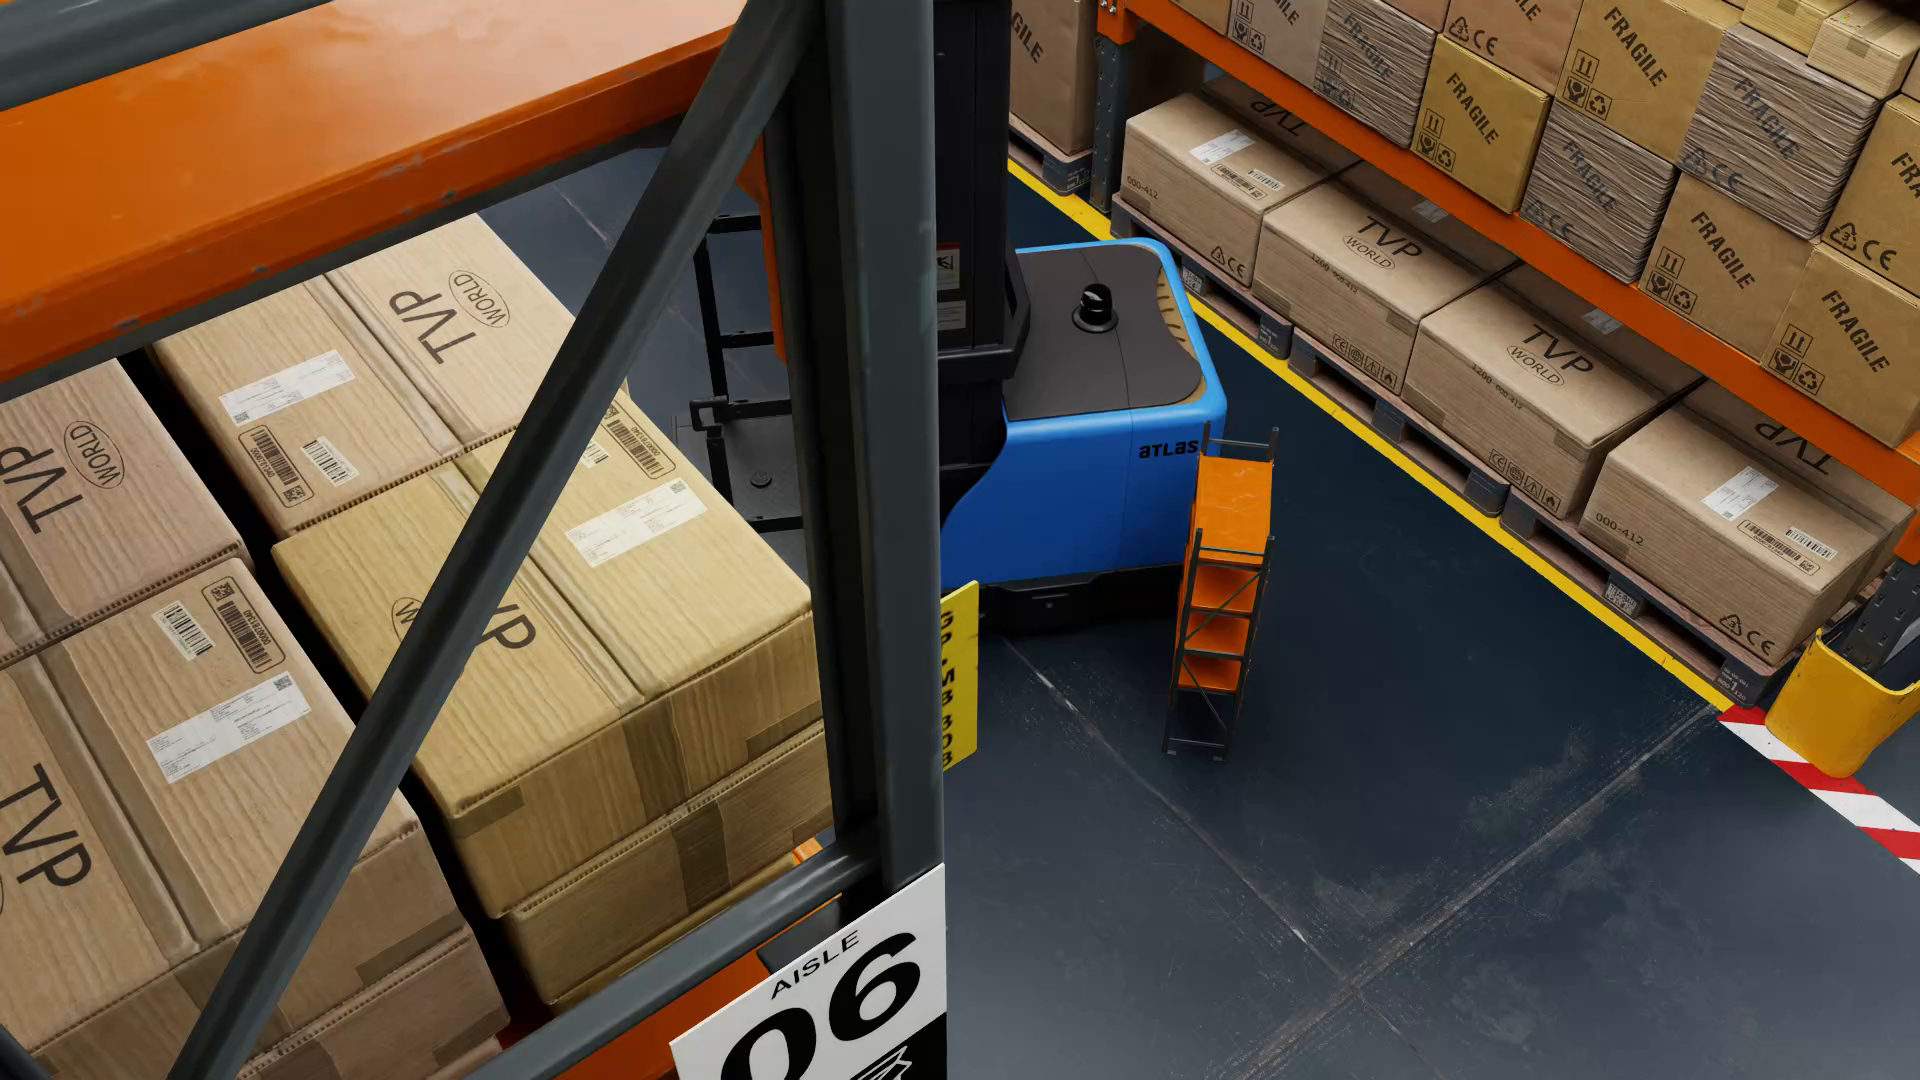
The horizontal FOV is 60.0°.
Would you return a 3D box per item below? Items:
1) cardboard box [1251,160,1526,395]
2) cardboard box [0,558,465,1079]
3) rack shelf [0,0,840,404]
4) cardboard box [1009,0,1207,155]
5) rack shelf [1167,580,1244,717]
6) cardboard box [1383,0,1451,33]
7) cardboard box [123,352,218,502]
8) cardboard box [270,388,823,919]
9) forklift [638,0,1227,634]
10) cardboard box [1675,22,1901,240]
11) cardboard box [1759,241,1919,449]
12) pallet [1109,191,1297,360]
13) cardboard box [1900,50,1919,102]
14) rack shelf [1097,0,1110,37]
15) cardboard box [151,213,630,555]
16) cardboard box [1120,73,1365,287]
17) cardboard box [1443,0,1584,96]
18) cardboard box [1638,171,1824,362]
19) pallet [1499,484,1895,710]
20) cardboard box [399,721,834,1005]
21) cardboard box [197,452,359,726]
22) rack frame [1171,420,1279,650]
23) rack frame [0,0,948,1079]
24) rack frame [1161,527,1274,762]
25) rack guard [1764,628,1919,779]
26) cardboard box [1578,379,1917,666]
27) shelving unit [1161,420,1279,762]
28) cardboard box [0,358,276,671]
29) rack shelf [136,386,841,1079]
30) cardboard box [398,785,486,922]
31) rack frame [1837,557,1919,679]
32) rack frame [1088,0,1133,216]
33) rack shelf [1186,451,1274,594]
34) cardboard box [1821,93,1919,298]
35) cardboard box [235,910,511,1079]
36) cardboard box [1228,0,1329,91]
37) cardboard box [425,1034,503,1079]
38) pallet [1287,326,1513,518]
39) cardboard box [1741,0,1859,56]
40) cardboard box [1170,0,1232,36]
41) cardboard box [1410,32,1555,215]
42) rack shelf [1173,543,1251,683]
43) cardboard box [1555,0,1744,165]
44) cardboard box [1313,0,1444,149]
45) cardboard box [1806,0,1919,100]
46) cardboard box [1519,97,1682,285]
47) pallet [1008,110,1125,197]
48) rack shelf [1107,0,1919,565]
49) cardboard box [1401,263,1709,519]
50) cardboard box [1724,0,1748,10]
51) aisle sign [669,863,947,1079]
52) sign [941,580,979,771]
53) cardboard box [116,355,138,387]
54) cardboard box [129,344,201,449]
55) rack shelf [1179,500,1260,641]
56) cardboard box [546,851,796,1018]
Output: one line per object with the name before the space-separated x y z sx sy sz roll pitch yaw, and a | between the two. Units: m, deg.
cardboard box | 1.911 -1.201 7.259 0.875 0.438 0.875 -31 55 -25
cardboard box | -0.943 0.359 1.937 0.500 0.250 0.500 -31 55 -25
rack shelf | -1.663 -1.231 2.278 1.077 0.370 4.000 -29 54 -24
cardboard box | 0.635 -2.624 8.253 0.875 0.875 0.875 -28 54 -23
rack shelf | 0.889 0.383 5.951 0.258 0.148 0.480 7 48 6
cardboard box | 1.772 -2.239 6.011 0.500 0.500 0.500 -28 54 -23
cardboard box | -1.127 -0.318 2.888 0.500 0.250 0.500 -31 55 -25
cardboard box | -0.521 0.122 2.152 0.500 0.250 0.500 -30 54 -24
forklift | -0.617 -0.915 5.600 3.031 2.935 1.130 -6 48 -6
cardboard box | 2.675 -1.350 5.206 0.500 0.500 0.500 -29 54 -24
cardboard box | 2.993 -0.707 5.298 0.500 0.500 0.500 -29 54 -24
pallet | 1.472 -1.446 7.918 1.003 0.211 1.213 -29 54 -24
cardboard box | 2.947 -1.356 4.773 0.380 0.149 0.250 -28 54 -23
rack shelf | -0.137 -3.804 8.659 1.077 0.370 4.000 -29 54 -24
cardboard box | -0.814 -0.187 2.432 0.500 0.250 0.500 -30 54 -24
cardboard box | 1.369 -1.729 7.737 0.875 0.438 0.875 -30 54 -24
cardboard box | 2.075 -1.940 5.741 0.500 0.500 0.500 -30 54 -24
cardboard box | 2.702 -1.010 5.572 0.500 0.500 0.500 -30 55 -25
pallet | 2.950 -0.008 6.613 1.003 0.211 1.213 -29 54 -24
cardboard box | -0.503 0.280 2.347 0.500 0.250 0.500 -30 54 -24
cardboard box | -0.827 -0.011 2.610 0.500 0.250 0.500 -28 54 -23
rack frame | 0.927 0.026 5.916 0.240 1.200 0.015 7 48 6
rack frame | -0.452 -0.294 0.942 1.000 3.000 0.127 -29 54 -24
rack frame | 0.852 0.383 5.592 0.240 1.200 0.015 7 48 6
rack guard | 3.511 0.346 6.098 1.175 0.500 0.348 -29 54 -24
cardboard box | 3.017 -0.133 6.291 0.875 0.438 0.875 -31 55 -25
shelving unit | 0.889 0.204 5.754 0.258 1.200 0.503 7 48 6
cardboard box | -1.258 0.052 2.215 0.500 0.250 0.500 -31 55 -25
rack shelf | -1.663 -0.224 3.388 1.077 0.370 4.000 -29 54 -24
cardboard box | -0.640 0.363 2.540 0.380 0.149 0.250 -28 54 -23
rack frame | 3.496 -0.508 5.185 1.000 3.000 0.127 -29 54 -24
rack frame | 1.074 -2.867 7.323 1.000 3.000 0.127 -29 54 -24
rack shelf | 0.889 -0.060 5.463 0.258 0.148 0.480 7 48 6
cardboard box | 3.015 -1.055 4.938 0.500 0.500 0.500 -28 54 -23
cardboard box | -0.938 0.524 2.125 0.500 0.250 0.500 -30 55 -25
cardboard box | 1.451 -2.207 6.658 0.500 0.500 0.500 -29 54 -24
cardboard box | -0.830 0.713 2.223 0.380 0.149 0.250 -28 54 -23
pallet | 2.215 -0.727 7.265 1.003 0.211 1.213 -29 54 -24
cardboard box | 2.604 -1.637 5.028 0.380 0.149 0.250 -28 54 -23
cardboard box | 1.150 -2.506 6.929 0.500 0.500 0.500 -28 54 -23
cardboard box | 2.059 -1.607 6.114 0.500 0.500 0.500 -28 54 -23
rack shelf | 0.889 0.249 5.804 0.258 0.148 0.480 7 48 6
cardboard box | 2.378 -1.643 5.471 0.500 0.500 0.500 -30 54 -24
cardboard box | 1.747 -1.911 6.389 0.500 0.500 0.500 -29 54 -24
cardboard box | 2.723 -1.470 4.877 0.380 0.149 0.250 -30 54 -24
cardboard box | 2.382 -1.309 5.843 0.500 0.500 0.500 -28 54 -23
pallet | 0.547 -2.351 8.738 1.003 0.211 1.213 -29 54 -24
rack shelf | 2.285 -1.446 6.520 1.077 0.370 4.000 -29 54 -24
cardboard box | 2.456 -0.669 6.776 0.875 0.438 0.875 -28 54 -23
cardboard box | 2.502 -1.823 5.197 0.380 0.149 0.250 -30 54 -24
aisle sign | -0.177 0.756 2.284 0.394 0.787 0.004 -29 54 -24
sign | -0.020 0.176 1.950 0.100 0.325 0.005 -29 54 -24
cardboard box | -1.459 -0.613 3.156 0.500 0.250 0.500 -30 55 -25
cardboard box | -1.129 -0.477 2.695 0.500 0.250 0.500 -30 55 -25
rack shelf | 0.889 0.099 5.638 0.258 0.148 0.480 7 48 6
cardboard box | -0.460 0.505 2.411 0.380 0.149 0.250 -28 54 -23
